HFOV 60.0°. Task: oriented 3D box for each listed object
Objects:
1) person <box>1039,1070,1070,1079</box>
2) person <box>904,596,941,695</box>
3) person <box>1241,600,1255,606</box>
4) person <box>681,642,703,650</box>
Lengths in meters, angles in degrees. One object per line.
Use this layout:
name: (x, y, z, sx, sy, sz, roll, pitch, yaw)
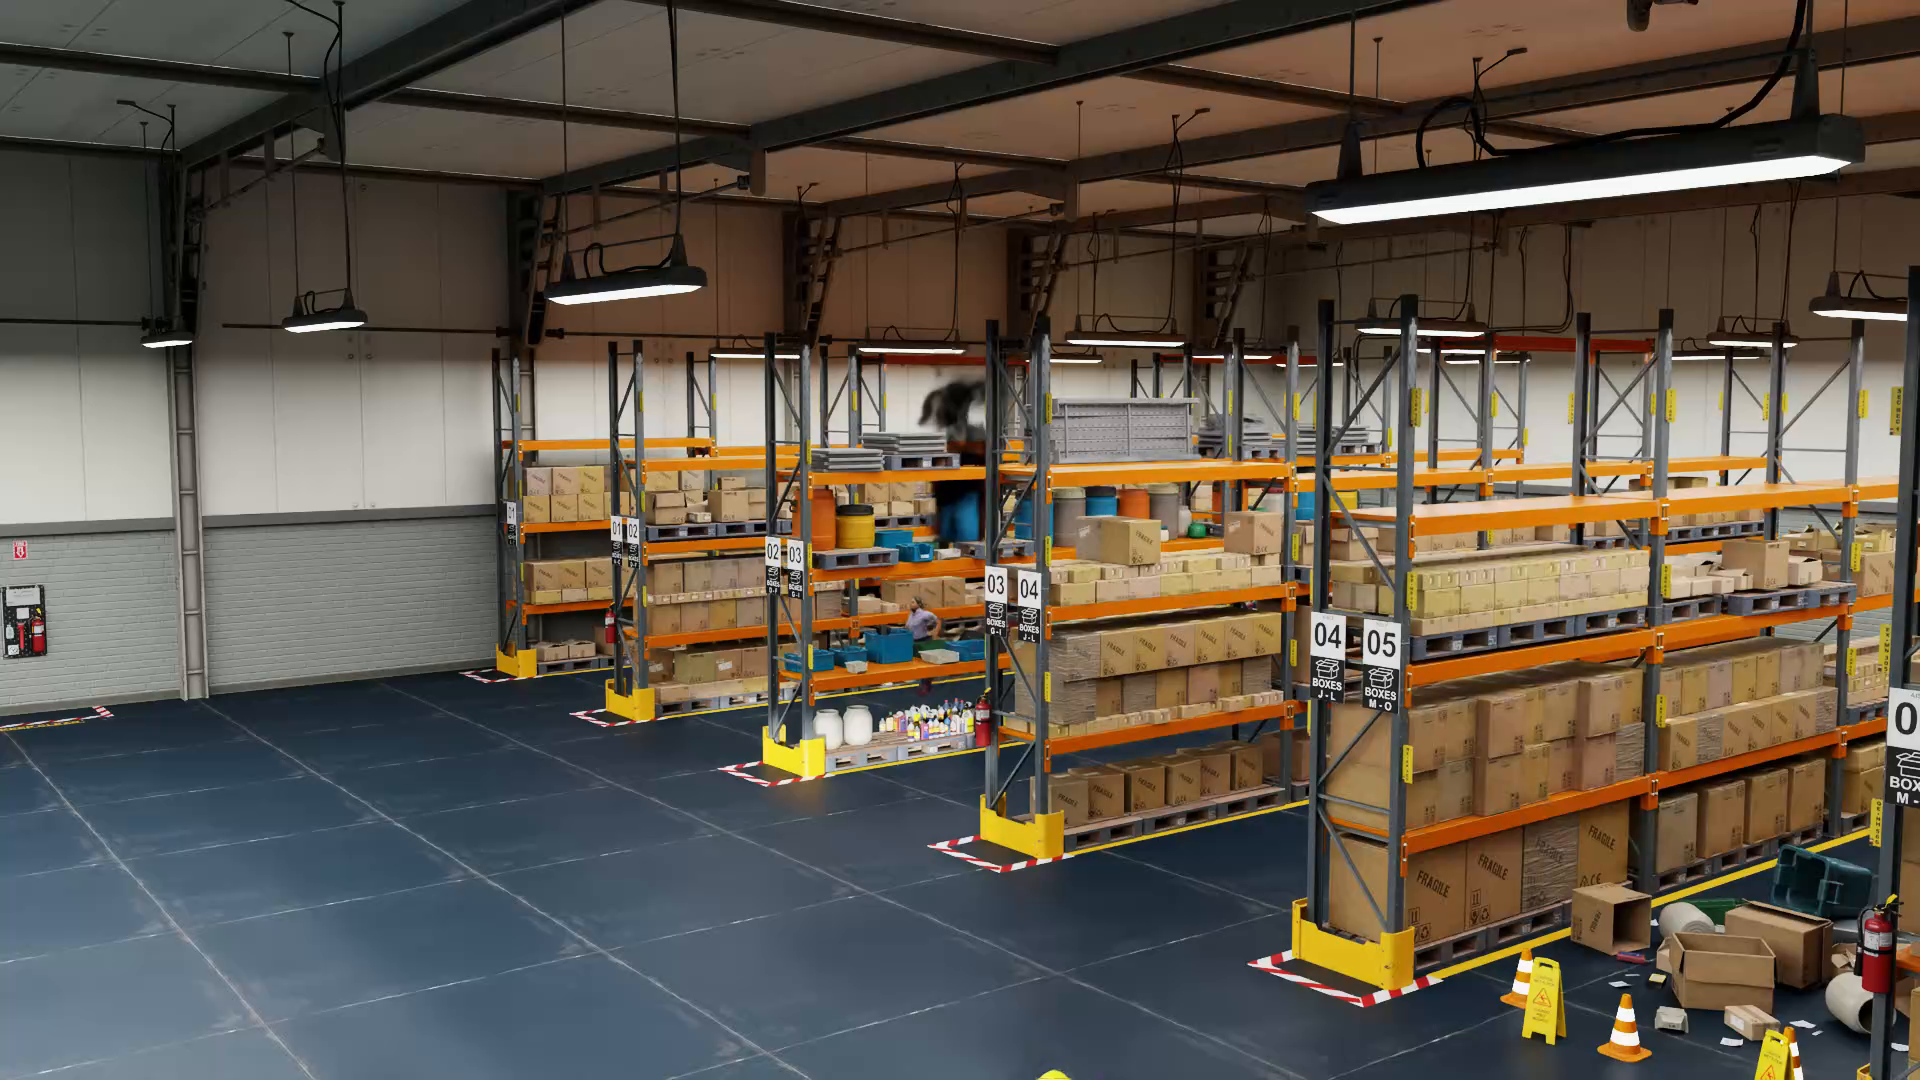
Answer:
person: (0.508, 3.559, 8.584, 0.698, 1.741, 0.662, 1, 5, 7)
person: (-0.670, 1.721, 26.834, 0.697, 1.626, 0.628, -4, 7, -41)
person: (5.555, 1.492, 32.207, 0.901, 1.706, 0.617, -5, 7, -44)
person: (-4.685, 1.717, 29.387, 0.631, 1.751, 0.645, -4, 7, -40)
